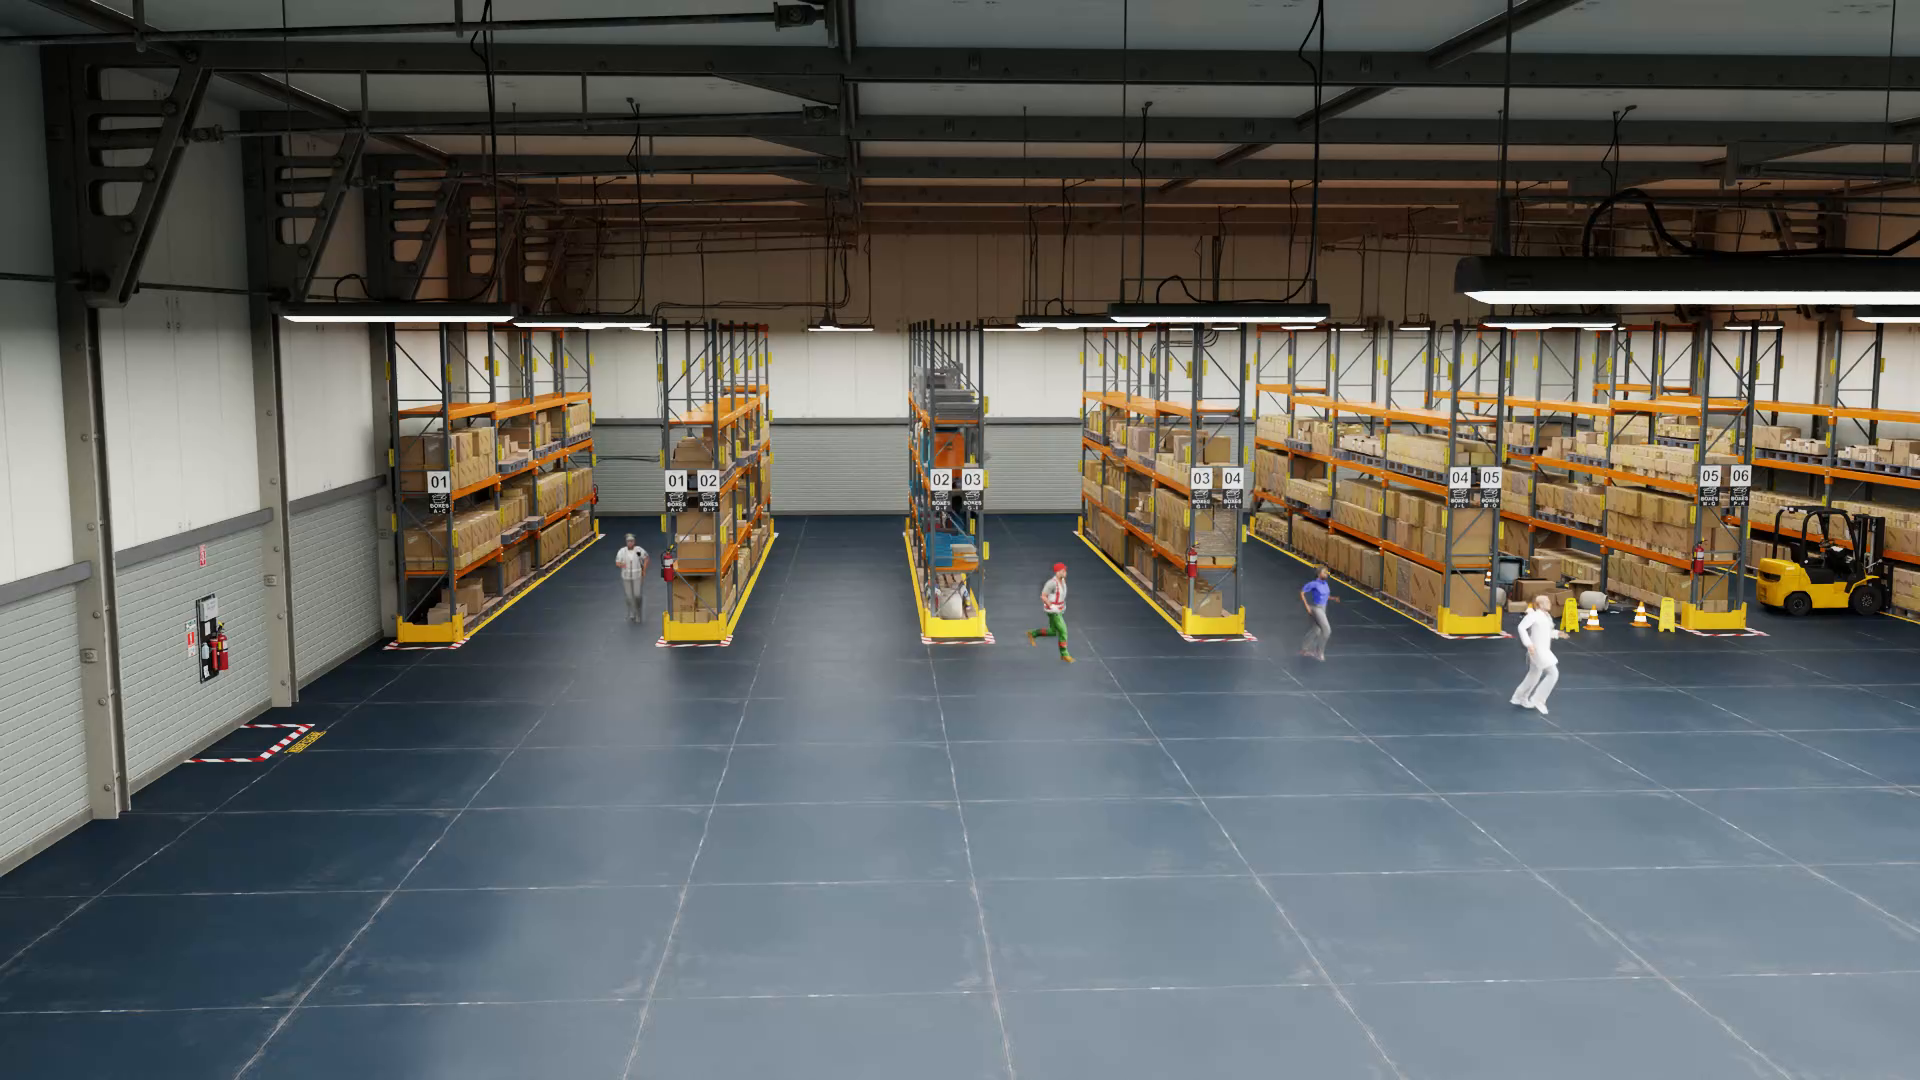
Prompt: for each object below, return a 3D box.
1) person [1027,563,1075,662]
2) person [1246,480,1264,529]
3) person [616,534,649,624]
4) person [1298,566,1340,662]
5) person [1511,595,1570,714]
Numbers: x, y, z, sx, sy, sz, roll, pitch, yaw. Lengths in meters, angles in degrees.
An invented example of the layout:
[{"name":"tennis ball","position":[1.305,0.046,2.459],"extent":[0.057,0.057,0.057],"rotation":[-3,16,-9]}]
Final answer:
[{"name":"person","position":[1.596,1.264,29.311],"extent":[0.939,1.768,0.664],"rotation":[3,8,25]},{"name":"person","position":[8.853,-1.187,49.104],"extent":[0.874,1.782,0.774],"rotation":[-2,7,-16]},{"name":"person","position":[-6.528,0.779,33.104],"extent":[0.638,1.839,0.767],"rotation":[-1,7,-5]},{"name":"person","position":[6.326,1.310,29.308],"extent":[0.727,1.707,0.563],"rotation":[5,8,33]},{"name":"person","position":[8.837,1.747,25.326],"extent":[0.808,1.808,0.693],"rotation":[3,8,25]}]
